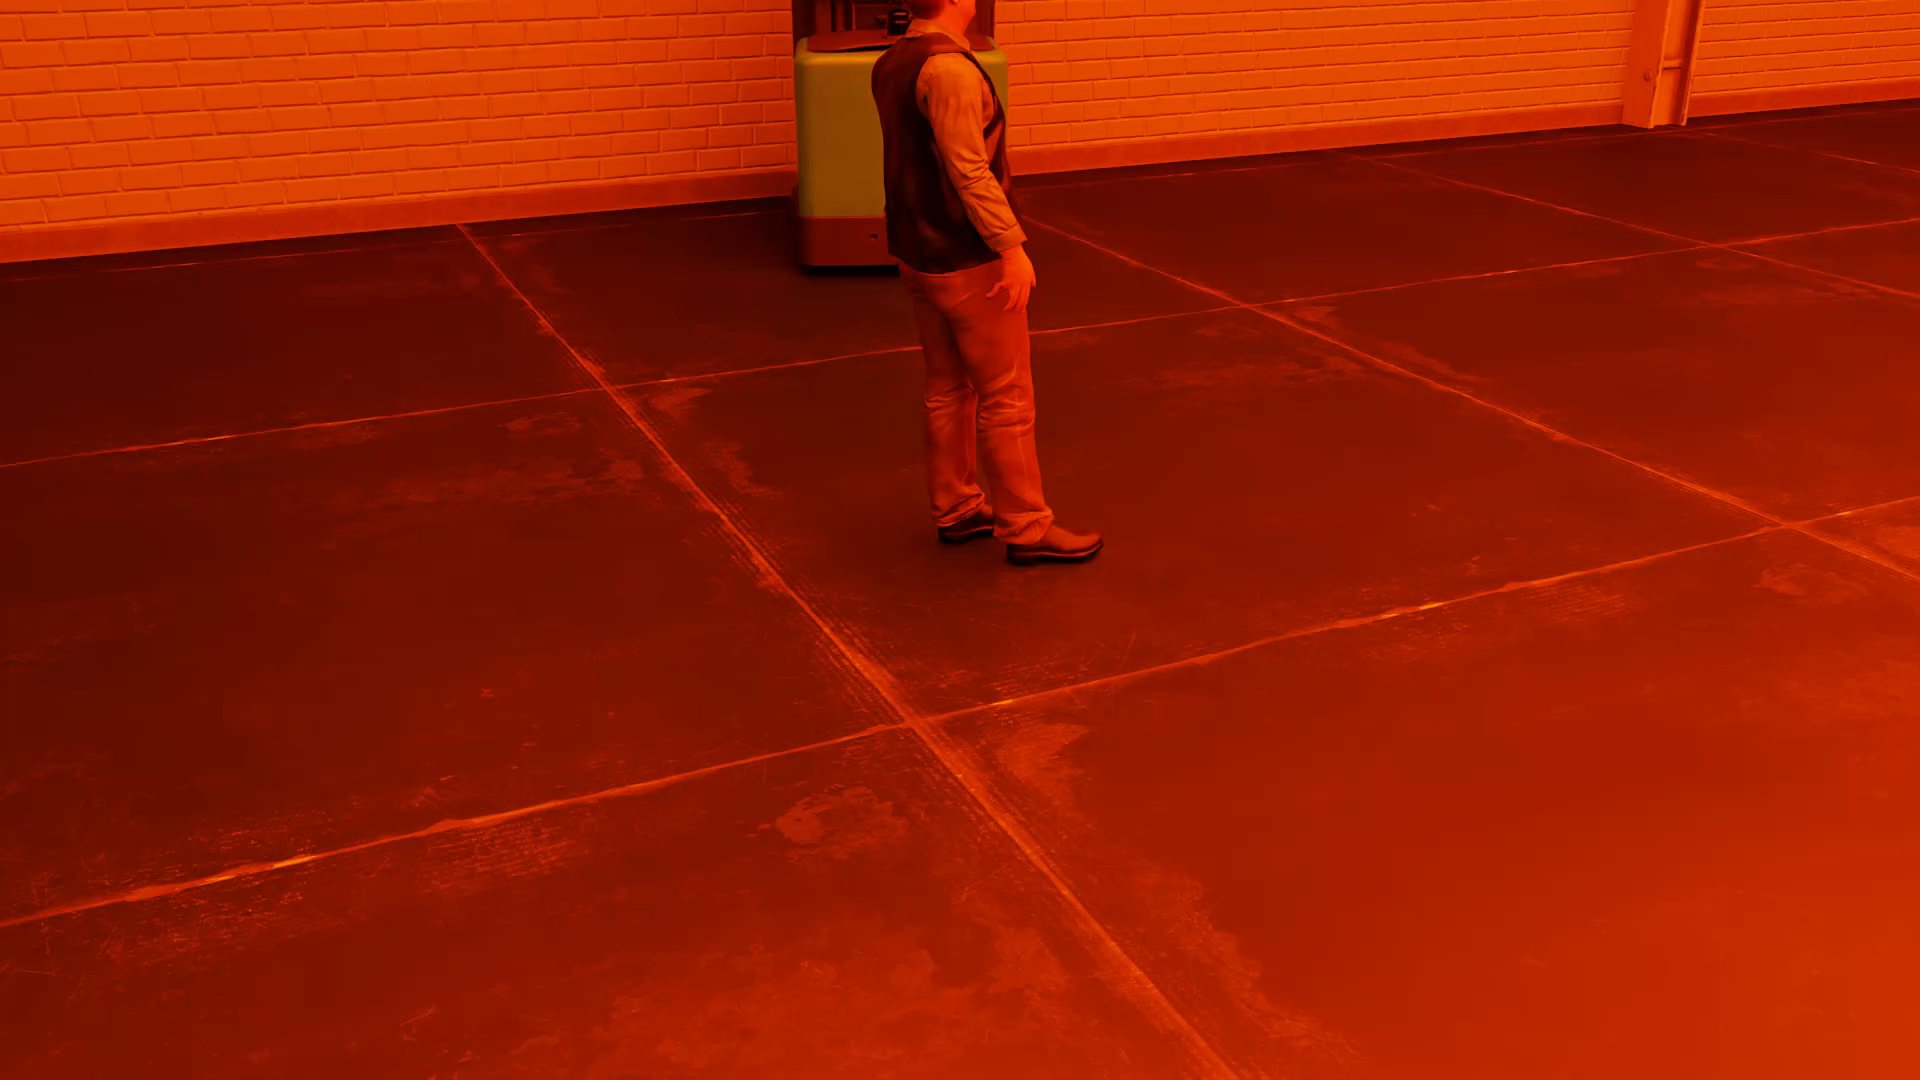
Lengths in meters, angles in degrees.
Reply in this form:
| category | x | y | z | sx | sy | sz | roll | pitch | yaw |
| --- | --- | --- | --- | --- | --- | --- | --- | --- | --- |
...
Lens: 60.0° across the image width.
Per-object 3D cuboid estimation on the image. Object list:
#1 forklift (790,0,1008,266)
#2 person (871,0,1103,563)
| category | x | y | z | sx | sy | sz | roll | pitch | yaw |
| --- | --- | --- | --- | --- | --- | --- | --- | --- | --- |
| forklift | -0.376 | -3.218 | 9.033 | 1.130 | 2.935 | 3.031 | -2 | 23 | -4 |
| person | 0.060 | -0.810 | 4.792 | 0.566 | 1.722 | 0.634 | -10 | 25 | -23 |
